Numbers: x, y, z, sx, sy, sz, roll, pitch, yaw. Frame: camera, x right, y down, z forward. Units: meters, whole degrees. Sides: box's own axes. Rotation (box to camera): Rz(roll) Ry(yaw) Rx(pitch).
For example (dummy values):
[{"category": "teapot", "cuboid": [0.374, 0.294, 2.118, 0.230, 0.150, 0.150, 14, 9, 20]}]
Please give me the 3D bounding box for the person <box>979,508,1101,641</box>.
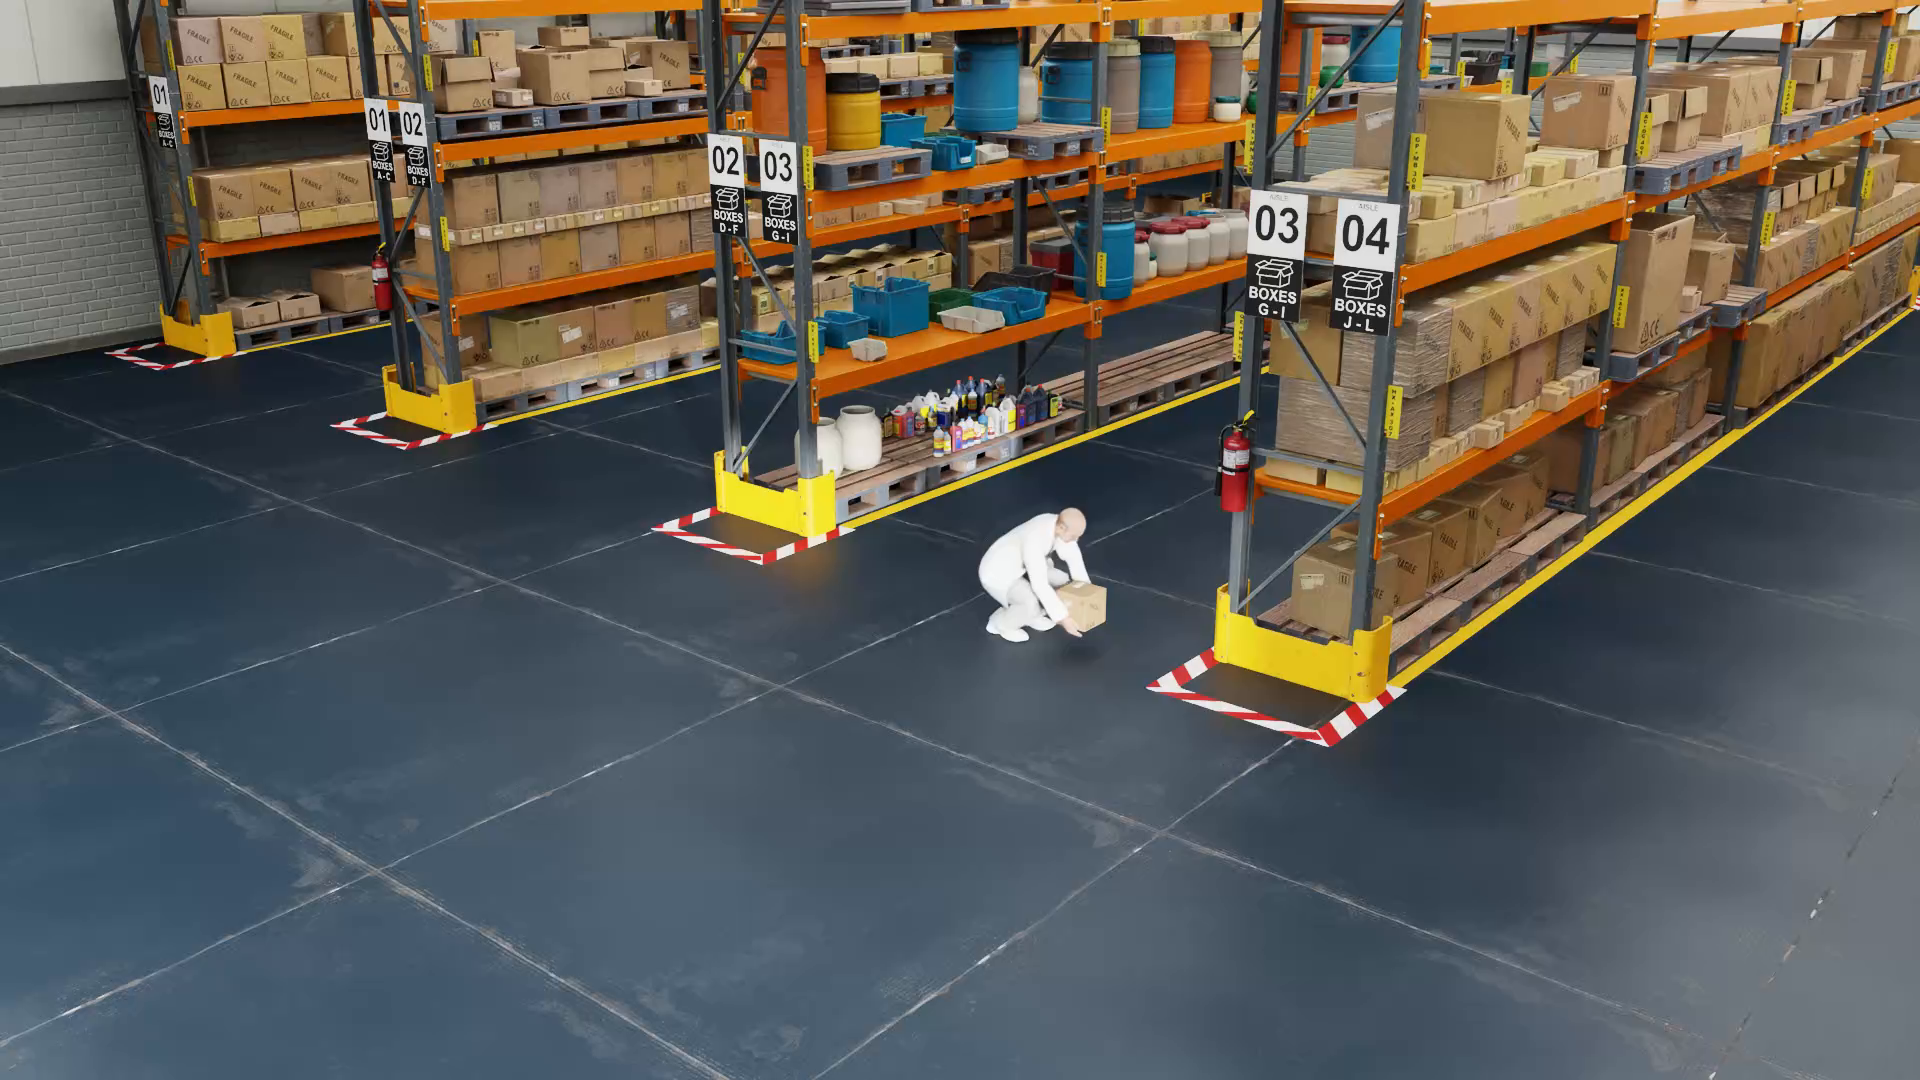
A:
[{"category": "person", "cuboid": [0.557, 0.215, 11.662, 0.917, 0.994, 0.604, 16, 25, 37]}]
